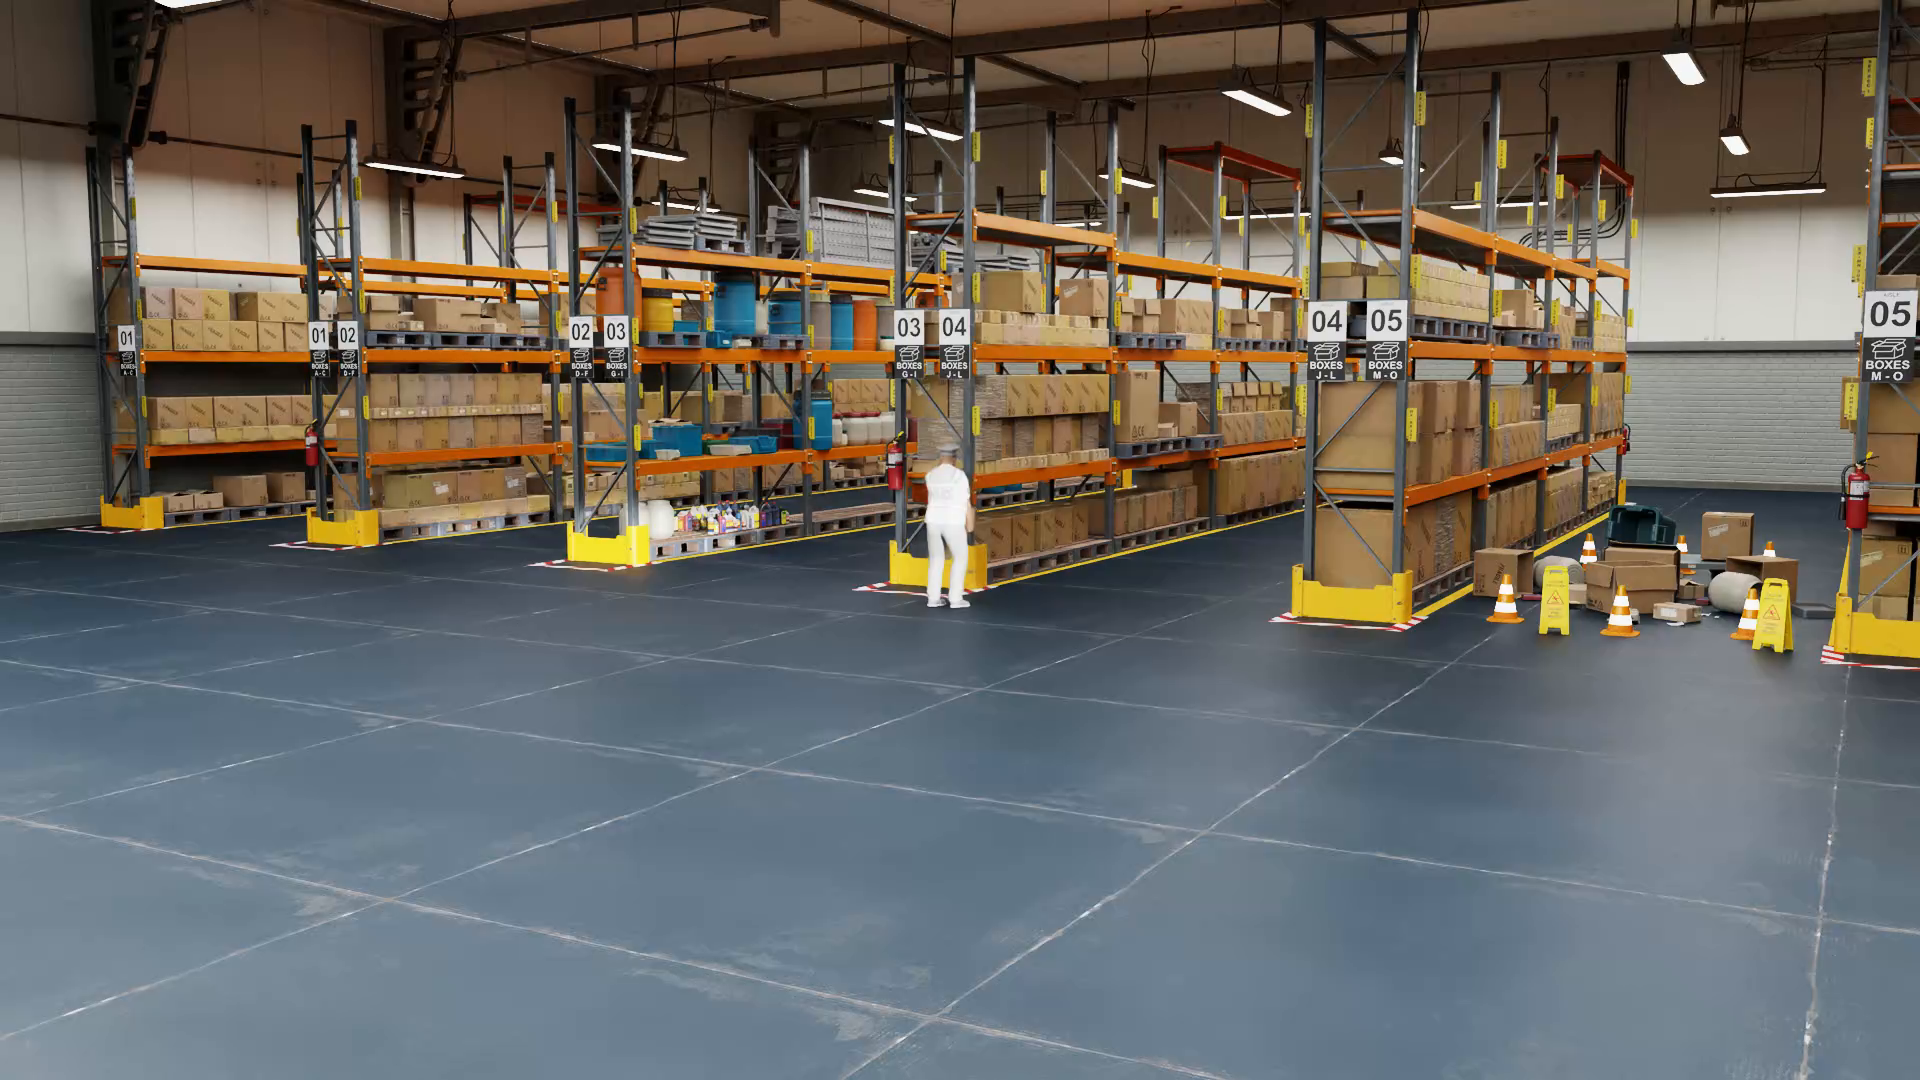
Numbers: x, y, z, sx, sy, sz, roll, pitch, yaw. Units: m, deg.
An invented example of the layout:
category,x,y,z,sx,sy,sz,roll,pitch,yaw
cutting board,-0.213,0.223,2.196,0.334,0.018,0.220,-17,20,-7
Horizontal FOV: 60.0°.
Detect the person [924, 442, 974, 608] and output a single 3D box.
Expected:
category,x,y,z,sx,sy,sz,roll,pitch,yaw
person,-0.120,-0.158,17.661,0.486,1.754,0.588,3,7,27
